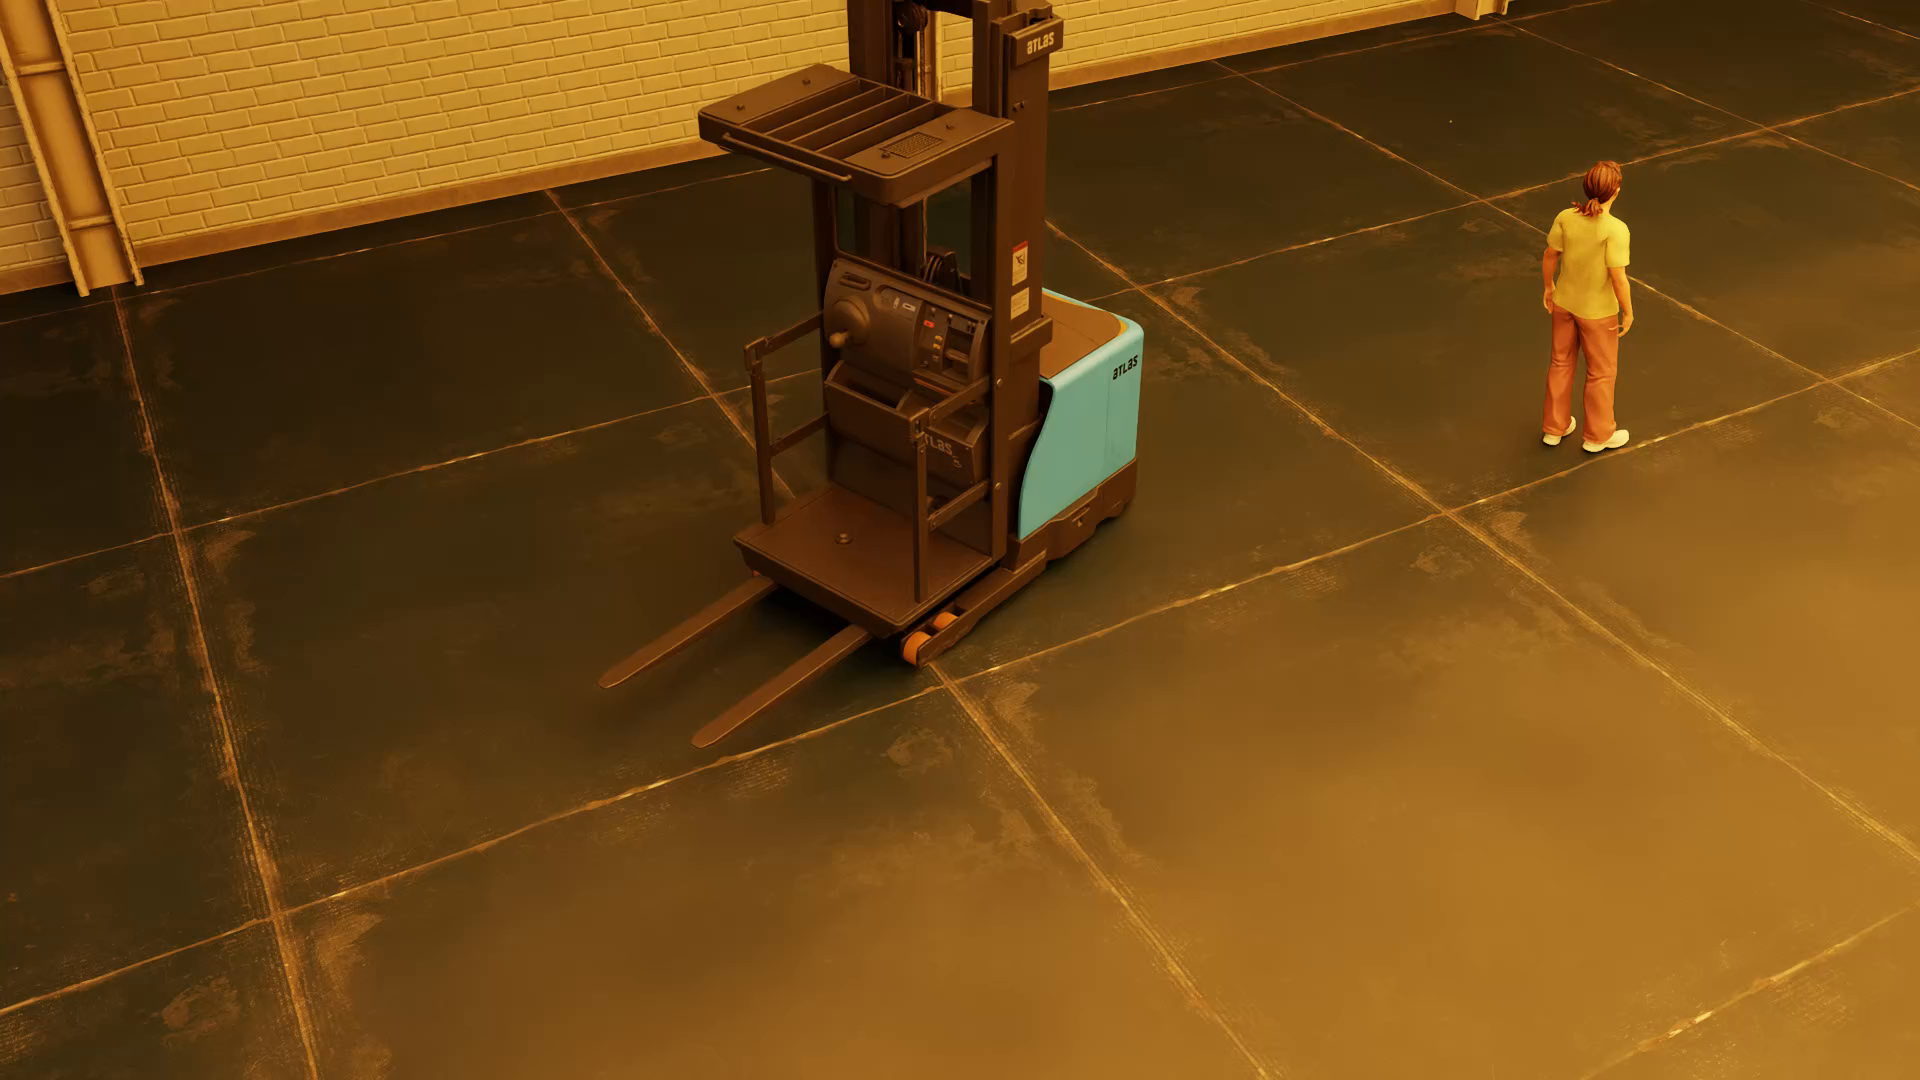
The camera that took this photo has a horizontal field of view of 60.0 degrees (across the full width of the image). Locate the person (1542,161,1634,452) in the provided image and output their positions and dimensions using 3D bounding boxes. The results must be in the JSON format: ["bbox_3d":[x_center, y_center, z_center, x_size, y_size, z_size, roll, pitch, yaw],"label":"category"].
[{"bbox_3d":[3.424,-1.265,8.998,0.550,1.665,0.555,-24,42,-30],"label":"person"}]

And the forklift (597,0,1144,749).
[{"bbox_3d":[-0.390,-0.927,7.434,1.130,2.935,3.031,26,43,31],"label":"forklift"}]
